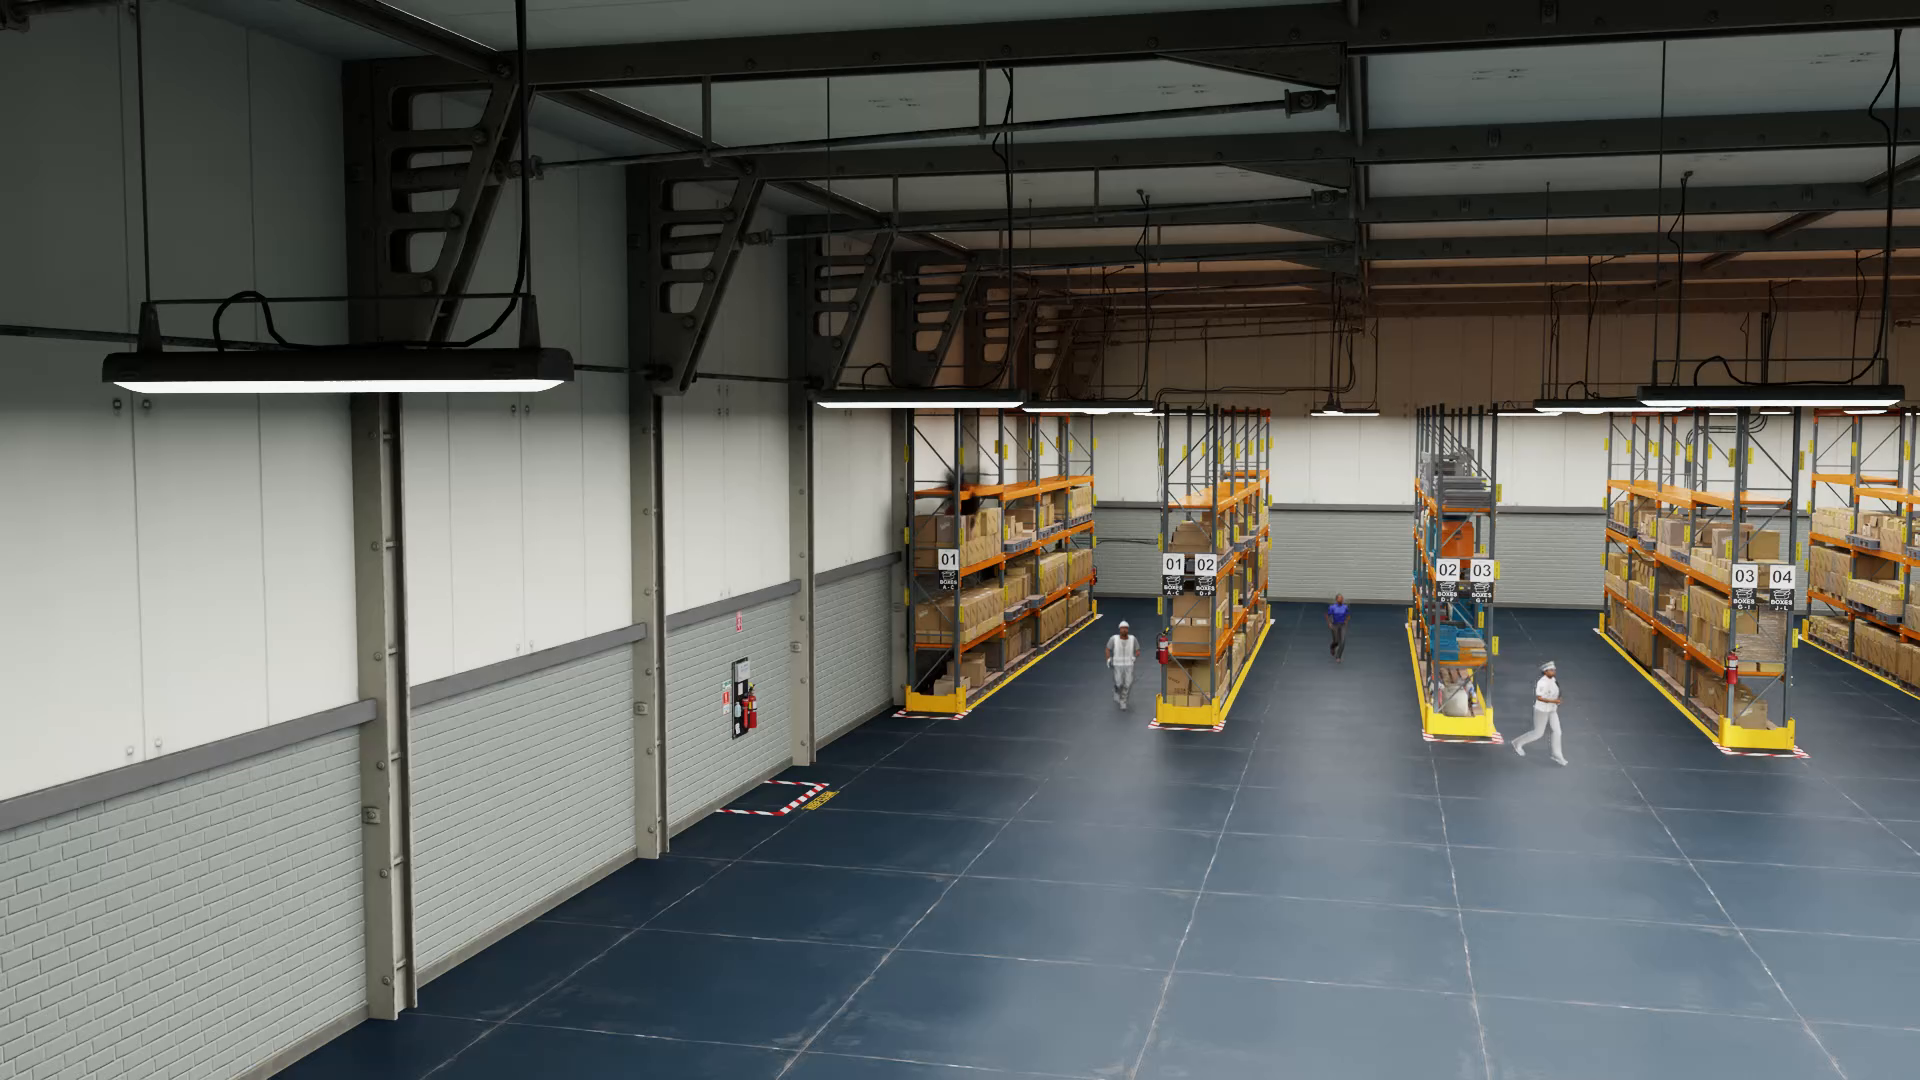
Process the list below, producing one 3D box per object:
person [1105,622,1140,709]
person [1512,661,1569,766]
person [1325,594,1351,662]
[{"bbox_3d":[3.217,2.471,32.738,0.684,1.732,0.594,0,4,0],"label":"person"},{"bbox_3d":[9.749,2.861,27.733,0.588,1.716,0.880,-4,6,-41],"label":"person"},{"bbox_3d":[8.927,2.074,39.174,0.575,1.611,0.559,0,4,-1],"label":"person"}]
